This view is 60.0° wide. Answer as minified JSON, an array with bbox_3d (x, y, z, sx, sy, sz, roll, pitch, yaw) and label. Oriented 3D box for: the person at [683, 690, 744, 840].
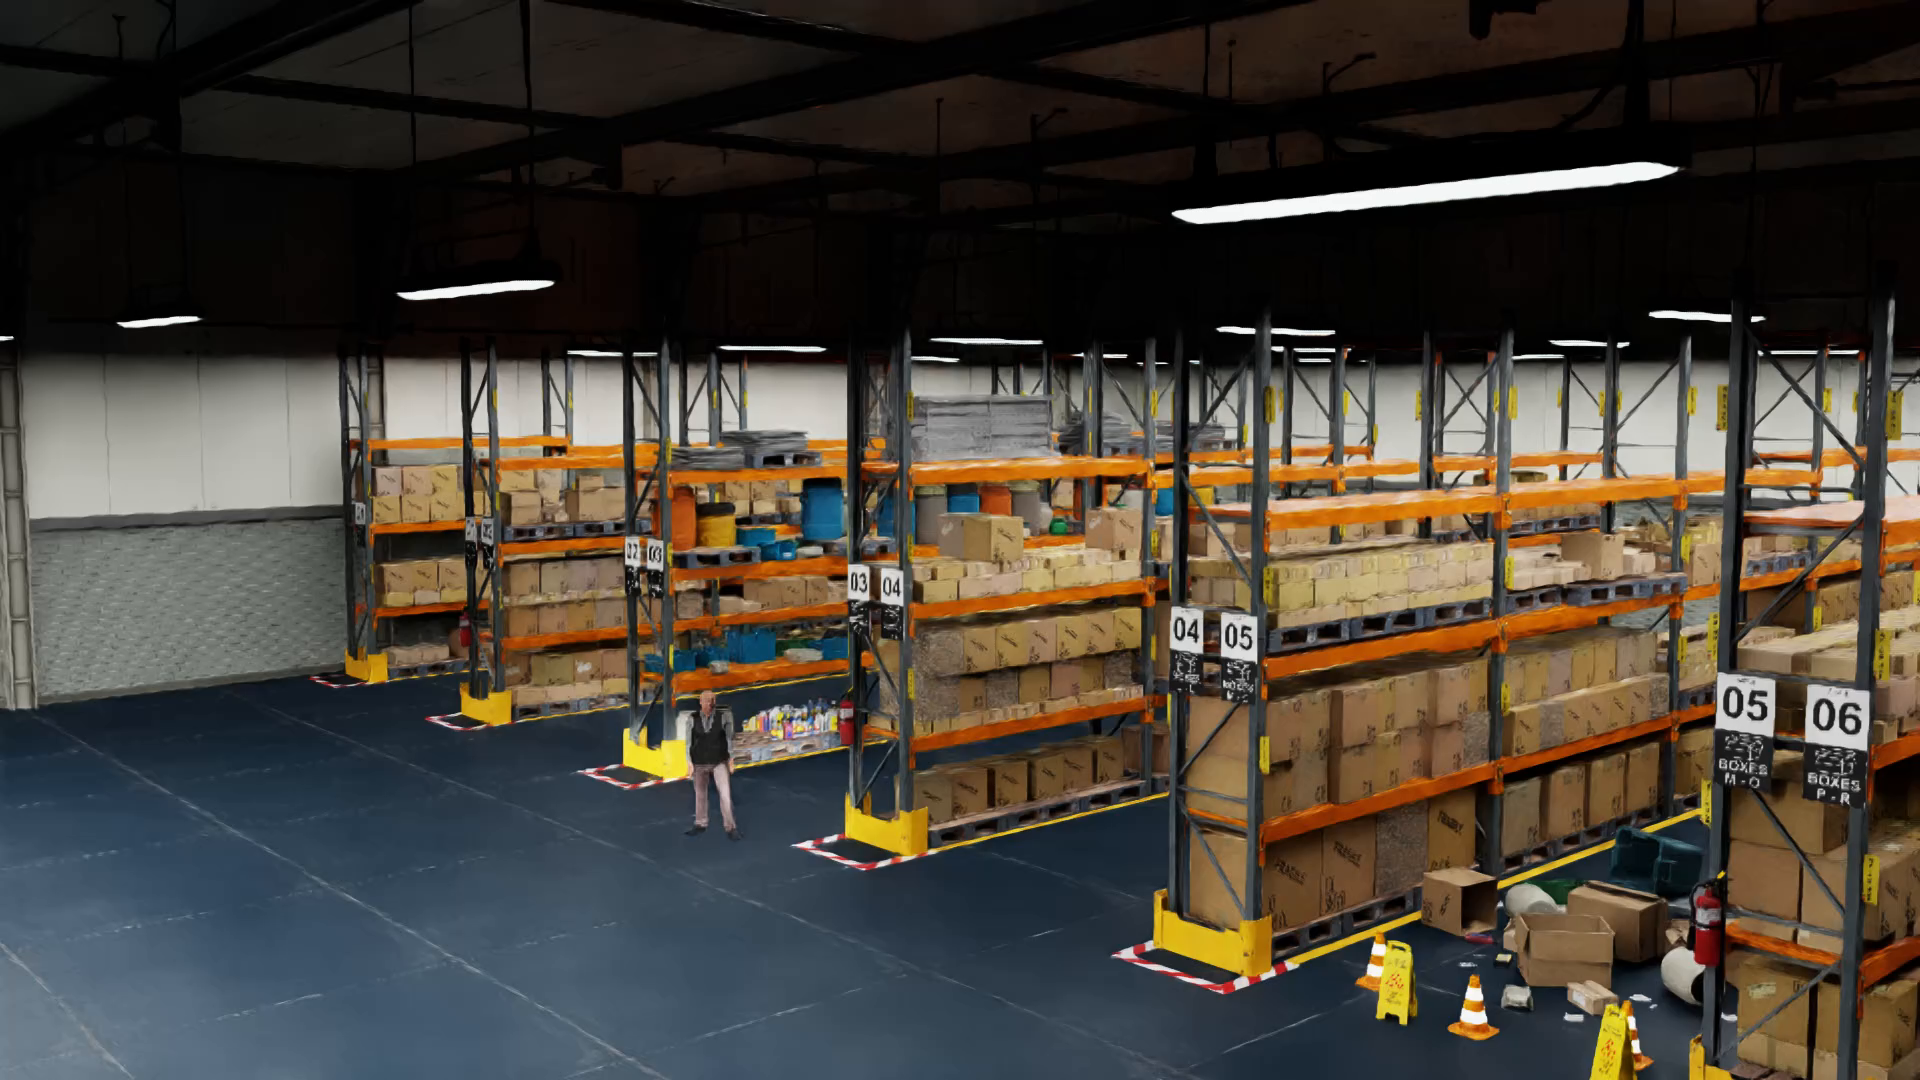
[{"bbox_3d":[-2.851,2.579,19.208,0.733,1.709,0.567,0,5,-3],"label":"person"}]
